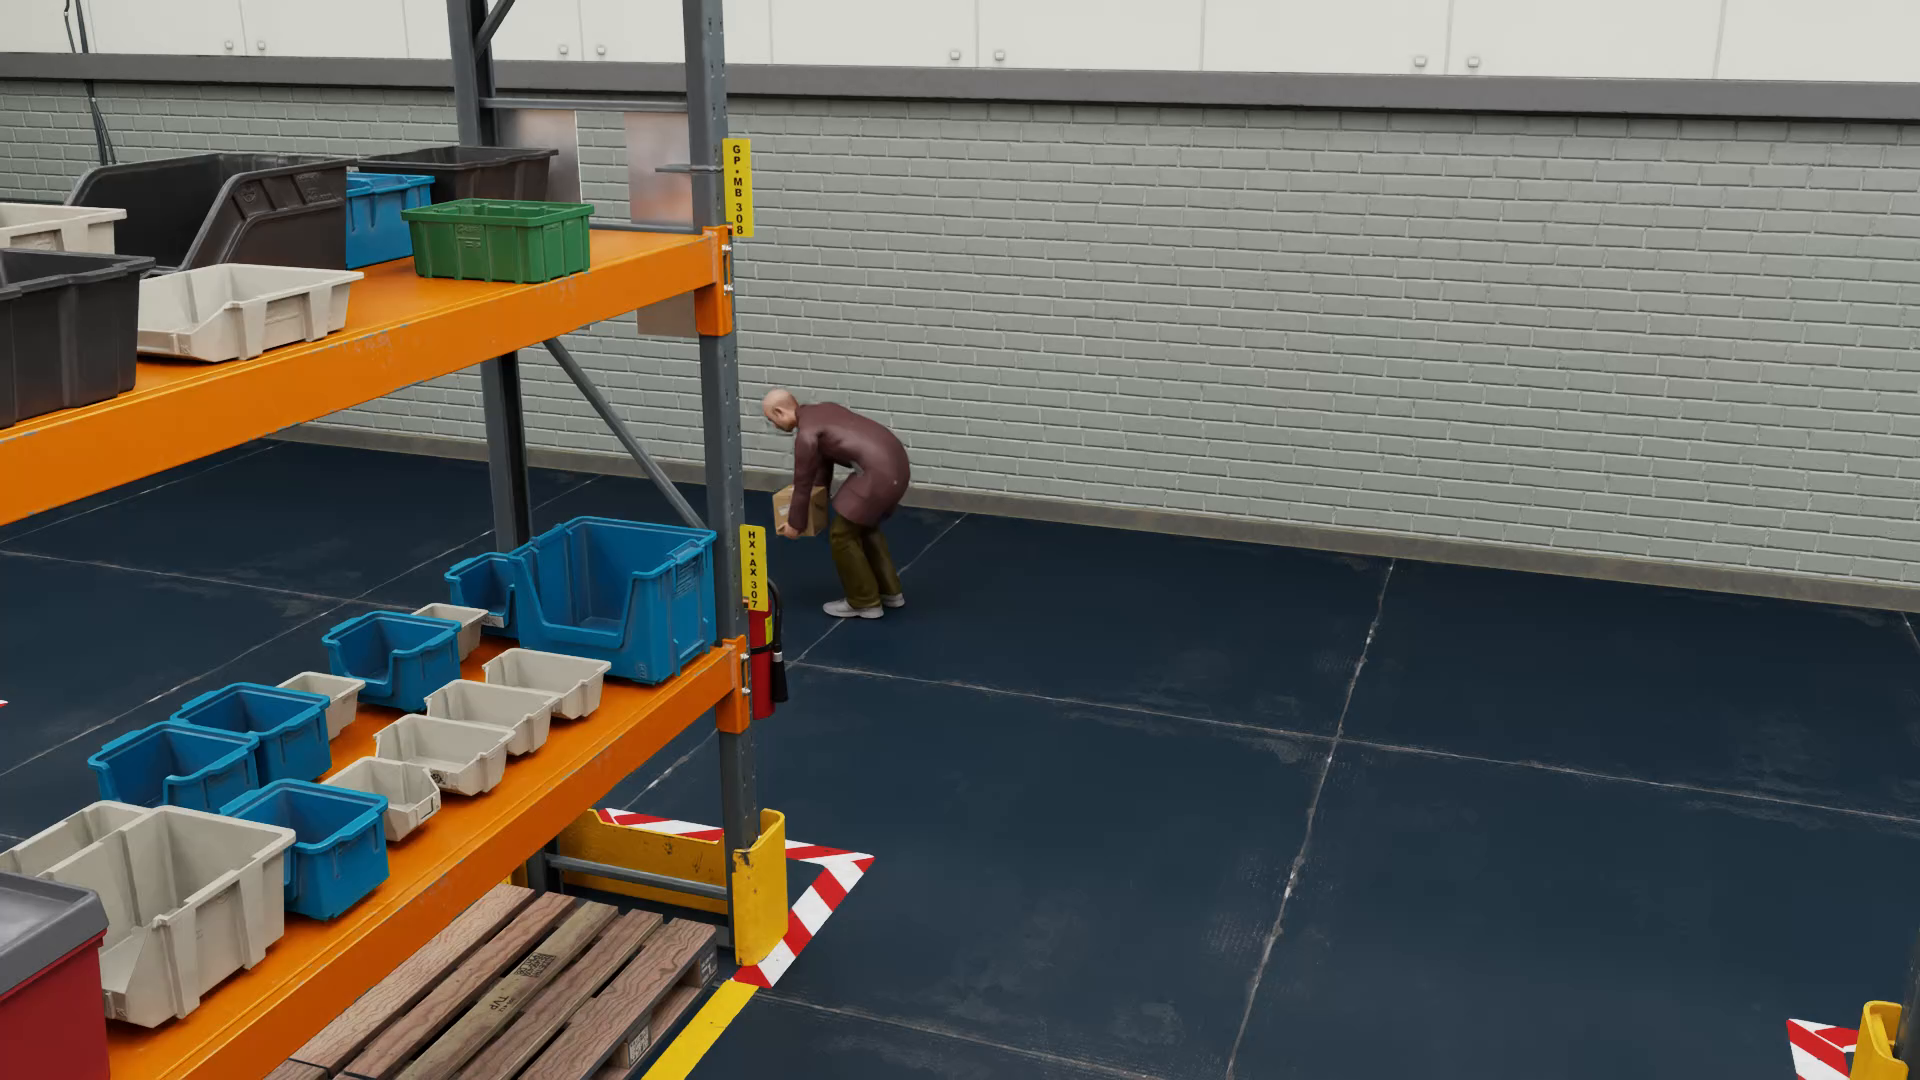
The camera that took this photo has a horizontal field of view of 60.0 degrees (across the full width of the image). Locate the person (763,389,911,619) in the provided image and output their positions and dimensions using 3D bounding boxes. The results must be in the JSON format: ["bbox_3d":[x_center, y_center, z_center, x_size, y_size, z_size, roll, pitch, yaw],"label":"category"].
[{"bbox_3d":[-0.735,-0.228,9.958,0.889,1.346,0.557,6,19,16],"label":"person"}]
